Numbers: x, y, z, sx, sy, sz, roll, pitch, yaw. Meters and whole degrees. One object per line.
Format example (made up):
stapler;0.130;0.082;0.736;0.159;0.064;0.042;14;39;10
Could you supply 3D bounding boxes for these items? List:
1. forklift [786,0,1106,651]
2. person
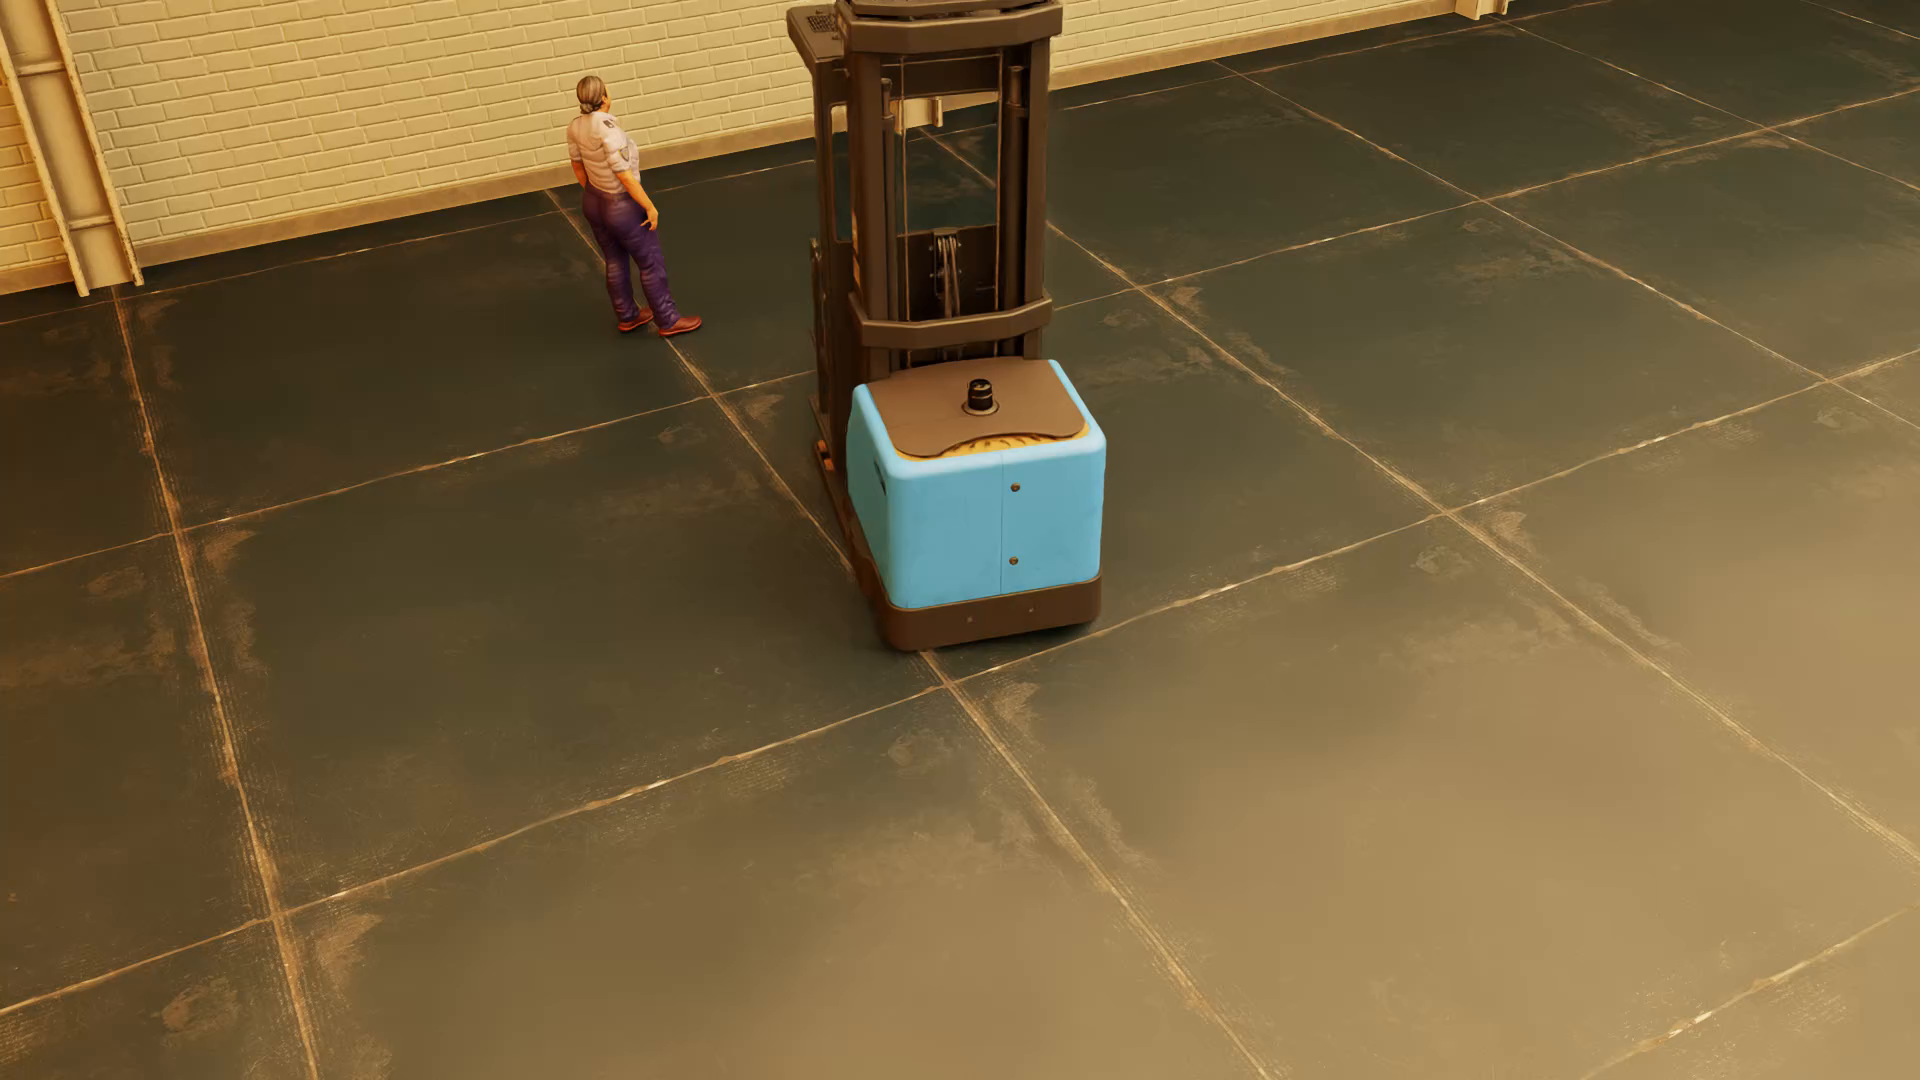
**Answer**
forklift;-0.196;-1.525;8.281;1.130;2.935;3.031;-9;36;-12
person;-2.005;-2.037;10.105;0.596;1.651;0.503;24;42;30
